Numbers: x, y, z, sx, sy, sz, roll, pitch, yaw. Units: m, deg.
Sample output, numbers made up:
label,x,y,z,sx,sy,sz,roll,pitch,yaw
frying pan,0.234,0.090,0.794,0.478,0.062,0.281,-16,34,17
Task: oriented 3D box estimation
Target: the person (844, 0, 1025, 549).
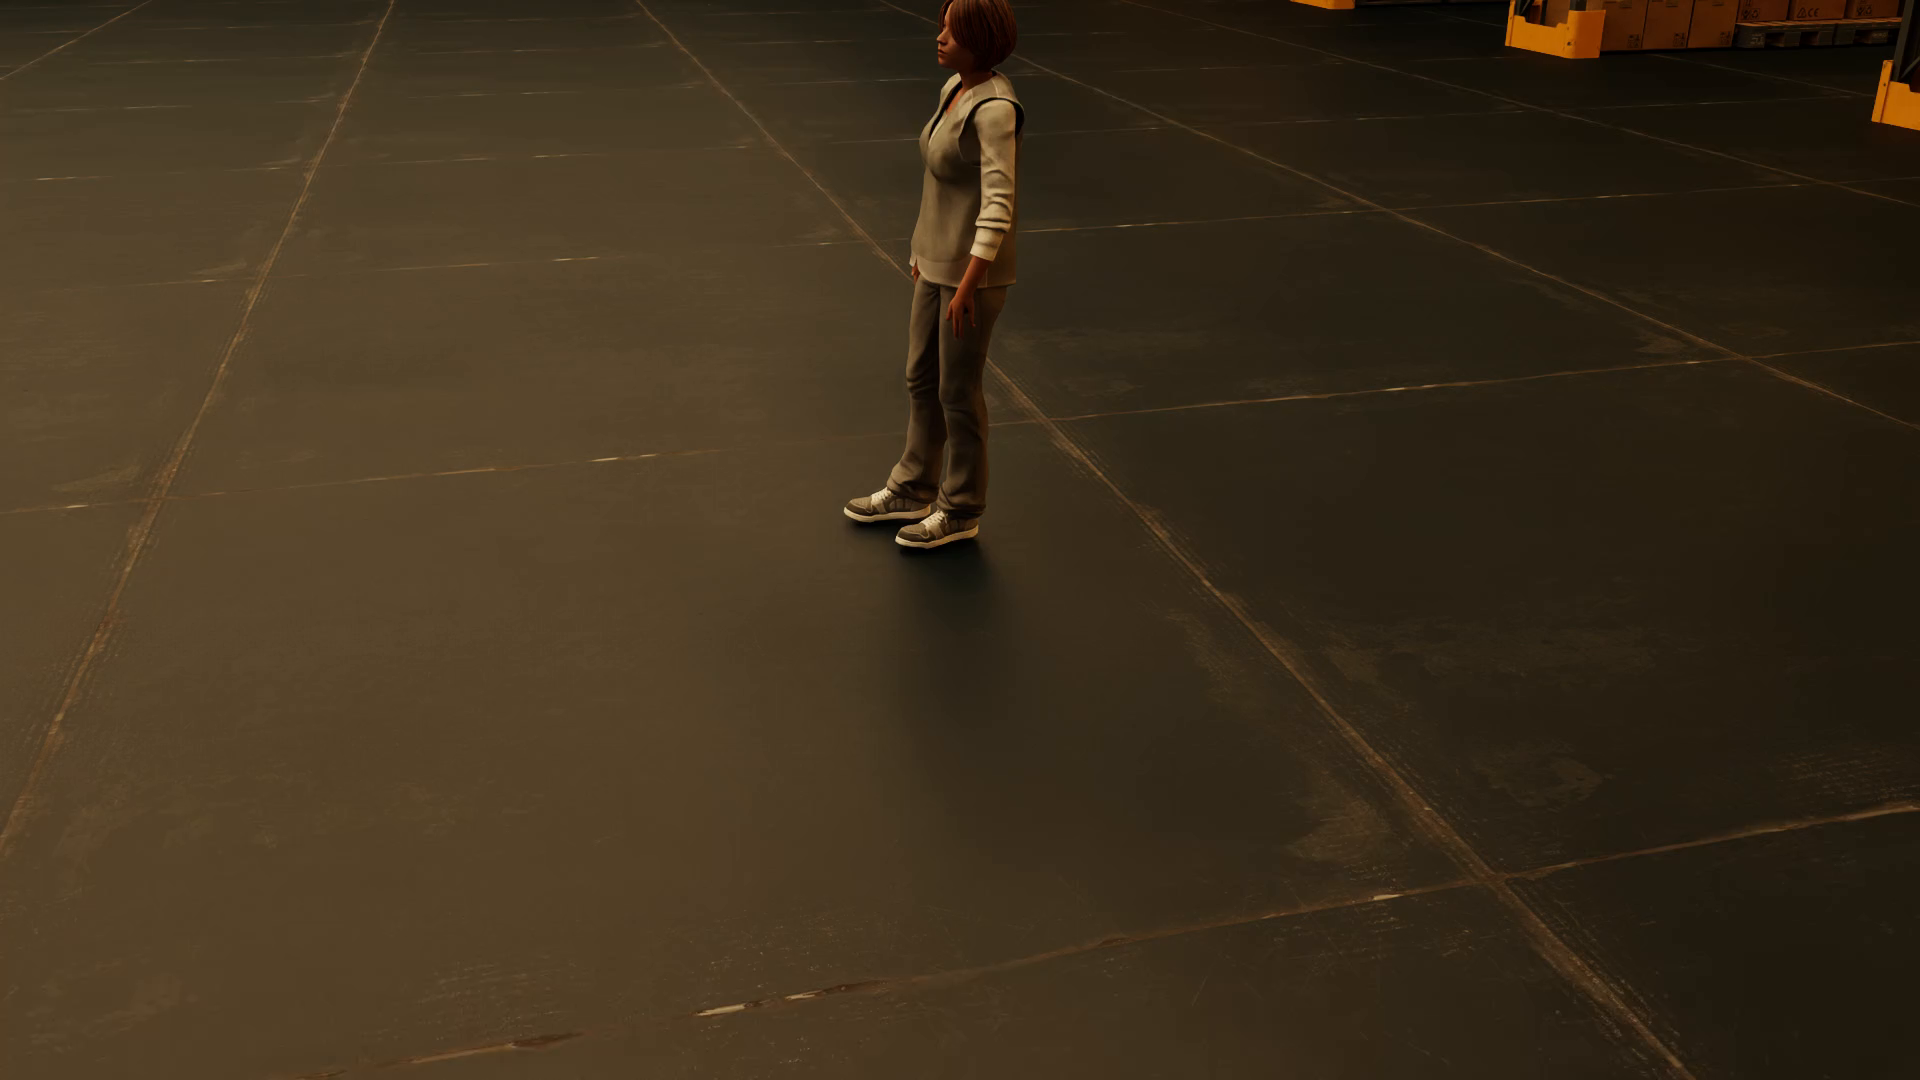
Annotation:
label,x,y,z,sx,sy,sz,roll,pitch,yaw
person,-0.075,-0.740,4.732,0.475,1.597,0.520,-6,24,-14
